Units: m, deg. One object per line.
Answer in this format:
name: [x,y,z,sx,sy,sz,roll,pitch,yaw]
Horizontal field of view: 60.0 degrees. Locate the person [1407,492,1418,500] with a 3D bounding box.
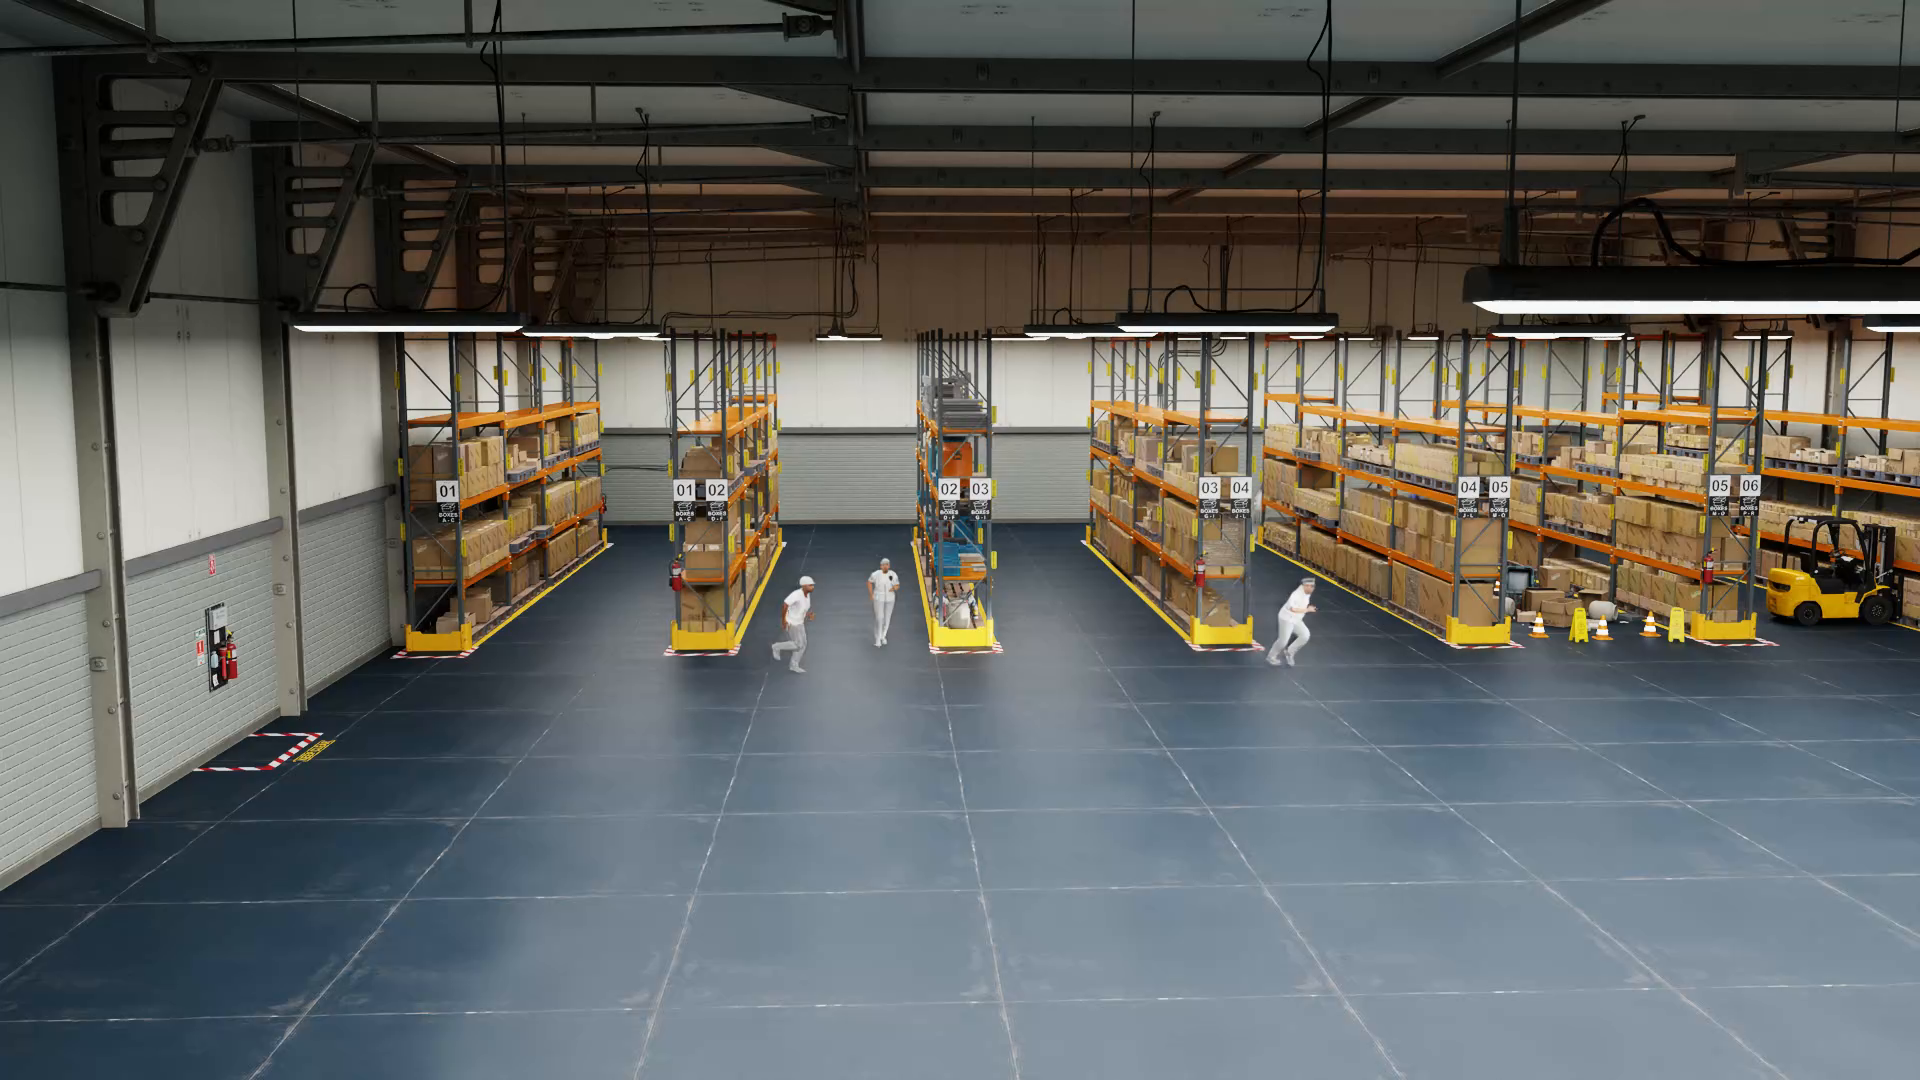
person: [13.390,-0.899,49.489,0.507,1.584,0.628,2,7,13]

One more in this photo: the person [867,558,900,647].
person: [-1.439,1.197,31.739,0.594,1.704,0.597,-1,7,-12]

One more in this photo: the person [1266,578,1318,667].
person: [5.936,1.455,29.551,0.986,1.640,0.699,5,9,38]

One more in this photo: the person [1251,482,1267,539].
person: [8.802,-0.877,48.761,0.748,1.755,0.745,-1,7,-12]

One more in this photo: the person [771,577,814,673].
person: [-2.908,1.476,29.153,0.810,1.697,0.696,1,7,12]
